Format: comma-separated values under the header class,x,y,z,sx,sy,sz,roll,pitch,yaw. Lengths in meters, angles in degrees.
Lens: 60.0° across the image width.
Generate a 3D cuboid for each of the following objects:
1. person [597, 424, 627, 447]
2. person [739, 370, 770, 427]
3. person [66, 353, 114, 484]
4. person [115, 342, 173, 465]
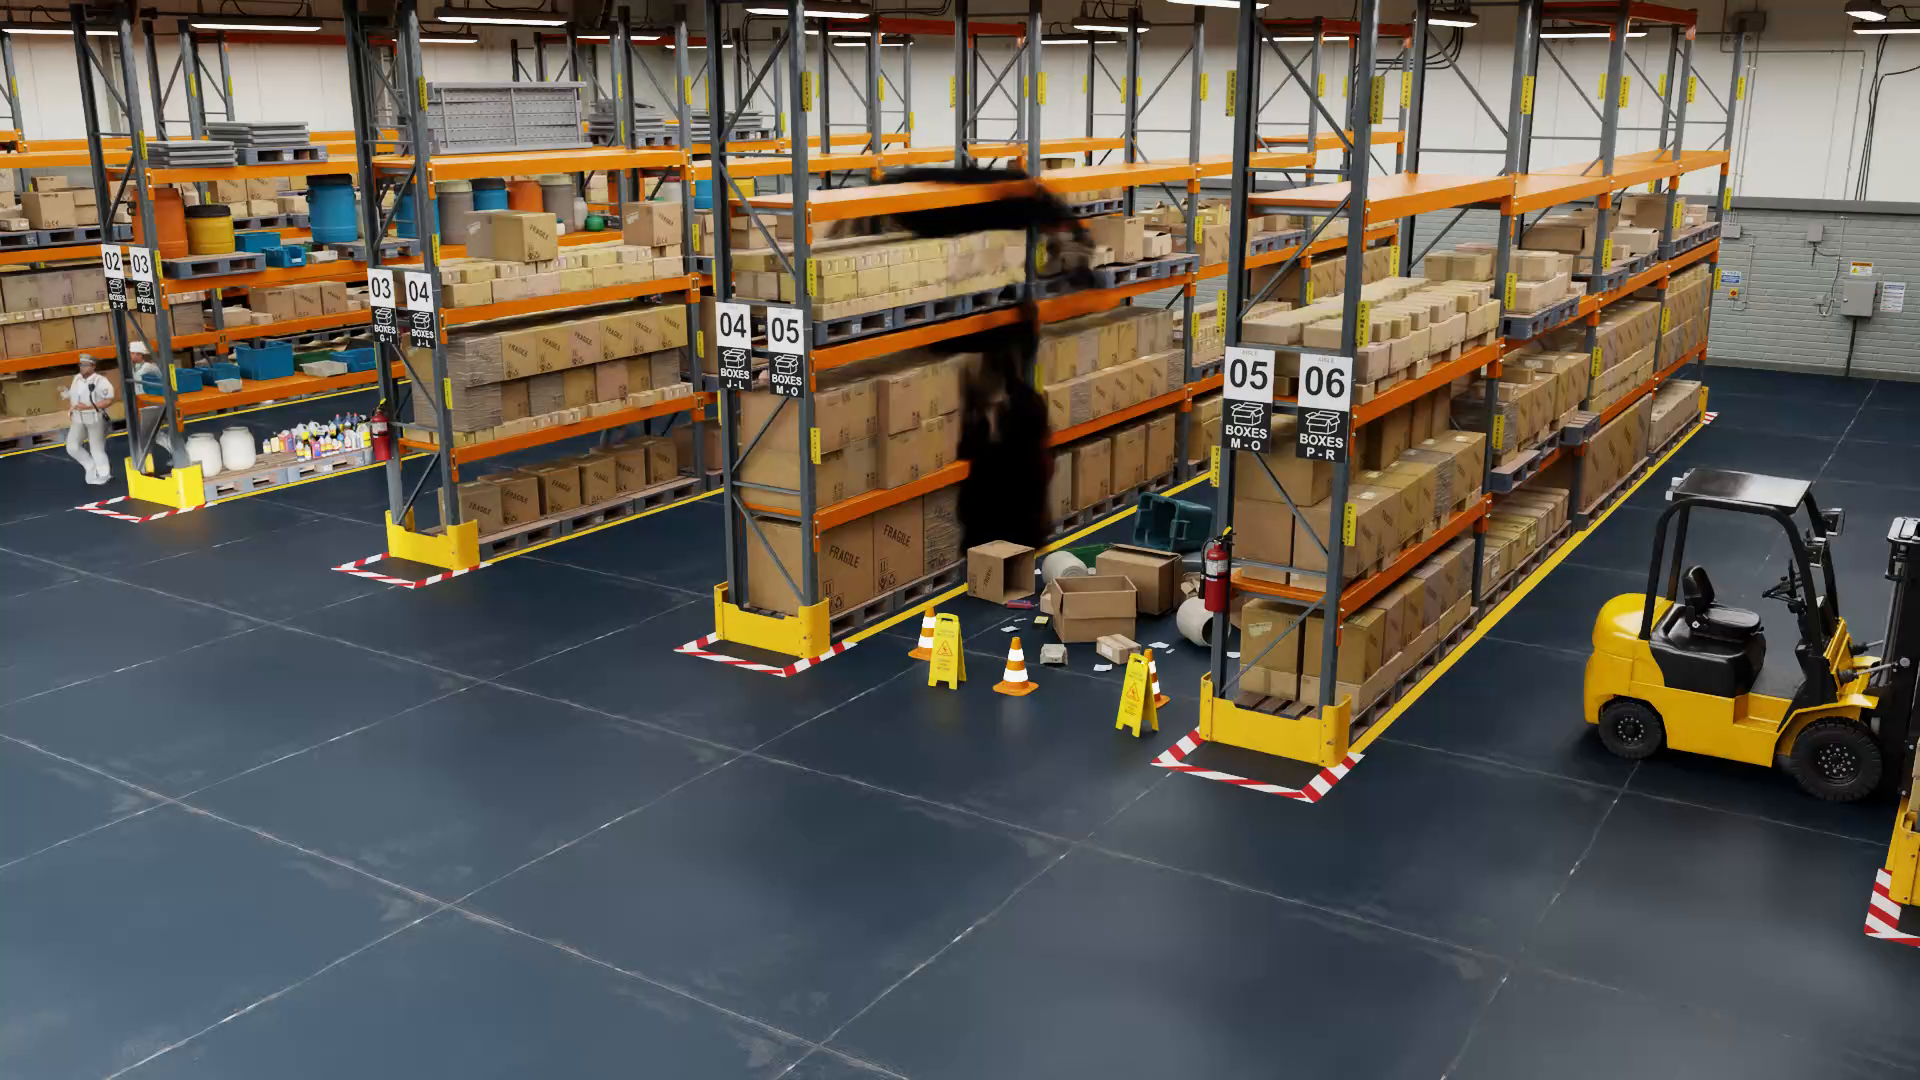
class,x,y,z,sx,sy,sz,roll,pitch,yaw
person,-5.036,-2.148,23.779,0.552,1.645,0.938,7,17,25
person,-2.127,-0.971,18.385,0.680,1.813,0.726,6,17,21
person,-11.284,-1.564,21.578,0.658,1.737,0.605,1,16,3
person,-10.877,-1.766,22.300,0.679,1.807,0.890,11,19,35
